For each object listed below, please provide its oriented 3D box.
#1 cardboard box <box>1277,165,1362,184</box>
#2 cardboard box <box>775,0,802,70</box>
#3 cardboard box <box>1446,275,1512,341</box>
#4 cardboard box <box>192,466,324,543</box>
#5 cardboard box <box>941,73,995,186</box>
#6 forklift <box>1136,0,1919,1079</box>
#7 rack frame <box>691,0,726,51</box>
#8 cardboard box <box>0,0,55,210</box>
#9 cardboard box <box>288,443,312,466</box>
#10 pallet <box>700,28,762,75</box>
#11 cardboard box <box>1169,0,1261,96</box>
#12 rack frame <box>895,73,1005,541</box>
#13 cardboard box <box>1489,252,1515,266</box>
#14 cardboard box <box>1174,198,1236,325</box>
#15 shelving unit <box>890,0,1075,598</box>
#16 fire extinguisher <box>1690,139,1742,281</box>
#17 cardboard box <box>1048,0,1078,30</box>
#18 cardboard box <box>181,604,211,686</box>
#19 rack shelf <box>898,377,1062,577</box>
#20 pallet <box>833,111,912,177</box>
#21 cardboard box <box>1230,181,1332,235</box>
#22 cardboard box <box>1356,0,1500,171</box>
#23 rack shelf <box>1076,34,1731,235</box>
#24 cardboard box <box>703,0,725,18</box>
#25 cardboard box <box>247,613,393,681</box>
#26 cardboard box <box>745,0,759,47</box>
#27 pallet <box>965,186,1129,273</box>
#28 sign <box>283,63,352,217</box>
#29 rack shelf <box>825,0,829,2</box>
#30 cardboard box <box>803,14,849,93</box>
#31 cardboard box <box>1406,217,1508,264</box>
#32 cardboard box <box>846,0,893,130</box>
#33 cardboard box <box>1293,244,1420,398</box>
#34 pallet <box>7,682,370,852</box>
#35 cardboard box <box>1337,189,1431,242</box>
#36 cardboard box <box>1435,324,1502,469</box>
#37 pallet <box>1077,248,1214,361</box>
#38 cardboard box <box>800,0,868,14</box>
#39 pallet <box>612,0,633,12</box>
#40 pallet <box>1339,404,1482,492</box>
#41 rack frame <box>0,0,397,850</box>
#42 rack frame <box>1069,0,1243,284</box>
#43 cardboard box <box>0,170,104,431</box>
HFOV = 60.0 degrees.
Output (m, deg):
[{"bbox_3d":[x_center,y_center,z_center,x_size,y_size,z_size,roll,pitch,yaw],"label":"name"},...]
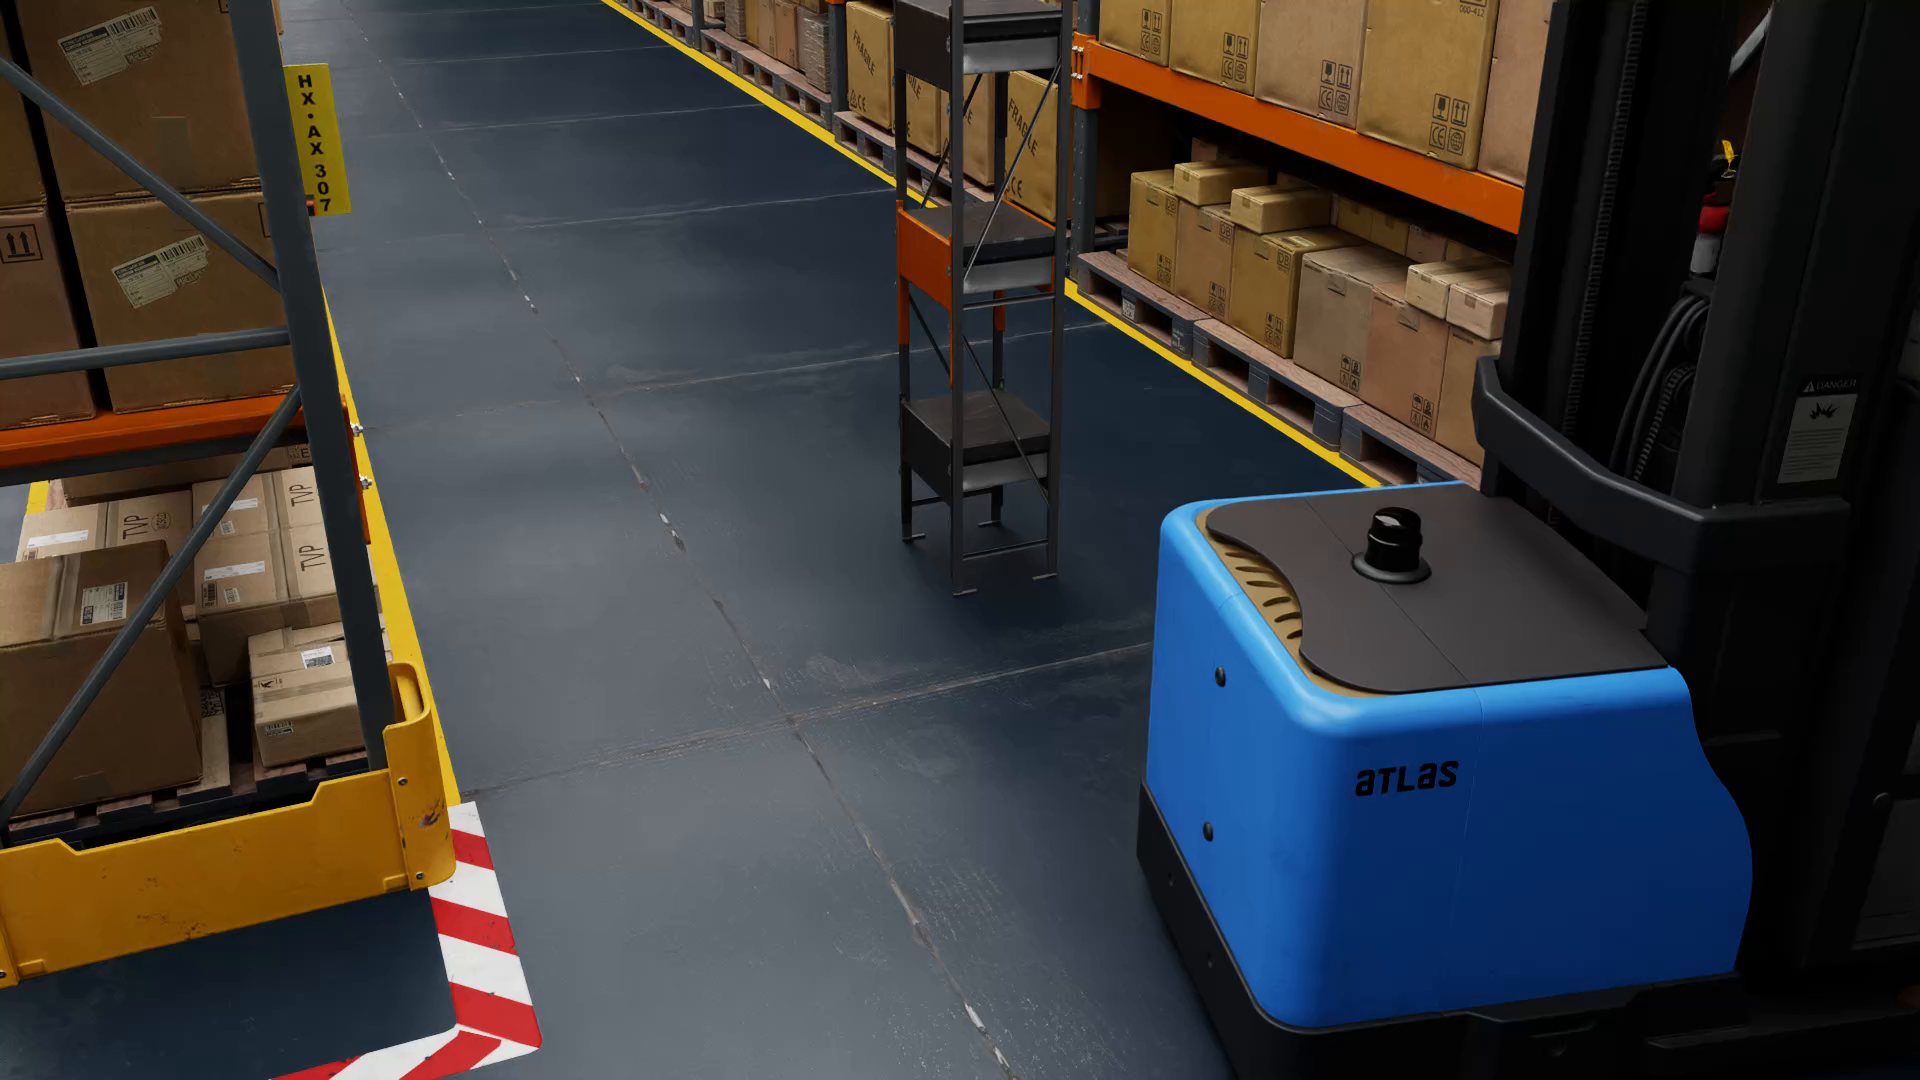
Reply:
[{"bbox_3d":[1.724,-1.665,7.873,0.380,0.149,0.250,-12,28,-22],"label":"cardboard box"},{"bbox_3d":[-1.124,-4.249,13.880,0.700,0.500,0.500,-11,28,-21],"label":"cardboard box"},{"bbox_3d":[2.070,-0.882,6.269,0.380,0.149,0.250,-11,28,-21],"label":"cardboard box"},{"bbox_3d":[-2.246,-0.021,5.506,0.500,0.250,0.500,-11,28,-21],"label":"cardboard box"},{"bbox_3d":[0.363,-2.675,10.281,0.750,0.750,0.750,-10,28,-19],"label":"cardboard box"},{"bbox_3d":[2.033,-0.355,3.636,3.031,2.935,1.130,-5,26,-10],"label":"forklift"},{"bbox_3d":[-2.045,-6.084,15.291,1.000,3.000,0.127,-11,28,-21],"label":"rack frame"},{"bbox_3d":[-2.329,-1.013,3.653,0.500,0.500,0.500,-11,28,-21],"label":"cardboard box"},{"bbox_3d":[-2.691,-0.507,6.432,0.500,0.311,0.500,-11,28,-21],"label":"cardboard box"},{"bbox_3d":[-1.739,-4.516,15.260,1.003,0.211,1.213,-11,28,-21],"label":"pallet"},{"bbox_3d":[1.566,-2.471,7.551,0.980,0.700,0.700,-11,28,-22],"label":"cardboard box"},{"bbox_3d":[-0.031,-0.975,5.854,0.400,2.100,0.015,-11,28,-21],"label":"rack frame"},{"bbox_3d":[2.322,-1.050,6.612,0.380,0.149,0.250,-10,28,-20],"label":"cardboard box"},{"bbox_3d":[1.480,-1.396,8.062,0.700,0.500,0.500,-11,28,-21],"label":"cardboard box"},{"bbox_3d":[0.065,-0.877,5.652,0.431,2.100,0.503,-11,28,-21],"label":"shelving unit"},{"bbox_3d":[2.289,-0.897,5.181,0.296,0.674,0.183,-11,28,-21],"label":"fire extinguisher"},{"bbox_3d":[0.695,-2.838,8.907,0.380,0.149,0.250,-10,28,-20],"label":"cardboard box"},{"bbox_3d":[-2.418,0.333,4.877,0.380,0.166,0.250,-11,28,-21],"label":"cardboard box"},{"bbox_3d":[0.065,-0.235,5.966,0.431,0.518,0.480,-11,28,-21],"label":"rack shelf"},{"bbox_3d":[-0.239,-2.884,11.917,1.003,0.211,1.213,-11,28,-21],"label":"pallet"},{"bbox_3d":[1.457,-1.511,7.557,0.380,0.149,0.250,-11,28,-22],"label":"cardboard box"},{"bbox_3d":[2.150,-1.870,6.319,0.980,0.700,0.700,-11,28,-21],"label":"cardboard box"},{"bbox_3d":[1.871,-1.723,7.181,1.077,0.370,4.000,-11,28,-21],"label":"rack shelf"},{"bbox_3d":[-2.282,-5.219,16.248,0.380,0.166,0.250,-15,30,-27],"label":"cardboard box"},{"bbox_3d":[-1.848,0.360,4.822,0.380,0.166,0.250,-11,28,-21],"label":"cardboard box"},{"bbox_3d":[-1.493,-4.664,14.731,0.700,0.500,0.500,-11,28,-22],"label":"cardboard box"},{"bbox_3d":[0.716,-1.899,9.900,1.003,0.211,1.213,-11,28,-21],"label":"pallet"},{"bbox_3d":[-1.403,-0.869,3.624,0.100,0.325,0.005,-11,28,-21],"label":"sign"},{"bbox_3d":[-1.262,-4.953,13.795,1.077,0.370,4.000,-11,28,-21],"label":"rack shelf"},{"bbox_3d":[-0.808,-3.825,13.013,0.700,0.500,0.500,-10,28,-20],"label":"cardboard box"},{"bbox_3d":[2.124,-1.253,7.029,0.380,0.149,0.250,-10,28,-20],"label":"cardboard box"},{"bbox_3d":[-0.311,-3.372,11.709,0.750,0.750,0.750,-11,28,-21],"label":"cardboard box"},{"bbox_3d":[1.895,-0.975,7.198,0.700,0.500,0.500,-12,28,-22],"label":"cardboard box"},{"bbox_3d":[-2.245,0.514,4.956,1.003,0.211,1.213,-11,28,-21],"label":"pallet"},{"bbox_3d":[1.924,-1.459,7.451,0.380,0.149,0.250,-11,28,-22],"label":"cardboard box"},{"bbox_3d":[2.288,-0.570,6.369,0.700,0.500,0.500,-11,28,-21],"label":"cardboard box"},{"bbox_3d":[1.314,-1.280,8.632,1.003,0.211,1.213,-11,28,-21],"label":"pallet"},{"bbox_3d":[-0.974,-4.403,13.341,0.500,0.250,0.500,-10,28,-20],"label":"cardboard box"},{"bbox_3d":[-3.296,-6.081,18.463,1.003,0.211,1.213,-11,28,-21],"label":"pallet"},{"bbox_3d":[2.269,-0.295,6.614,1.003,0.211,1.213,-11,28,-21],"label":"pallet"},{"bbox_3d":[-1.902,-0.386,3.623,1.000,3.000,0.127,-11,28,-21],"label":"rack frame"},{"bbox_3d":[1.088,-2.854,8.676,1.000,3.000,0.127,-11,28,-21],"label":"rack frame"},{"bbox_3d":[-2.328,-0.565,3.875,0.500,0.500,0.500,-10,28,-19],"label":"cardboard box"}]
